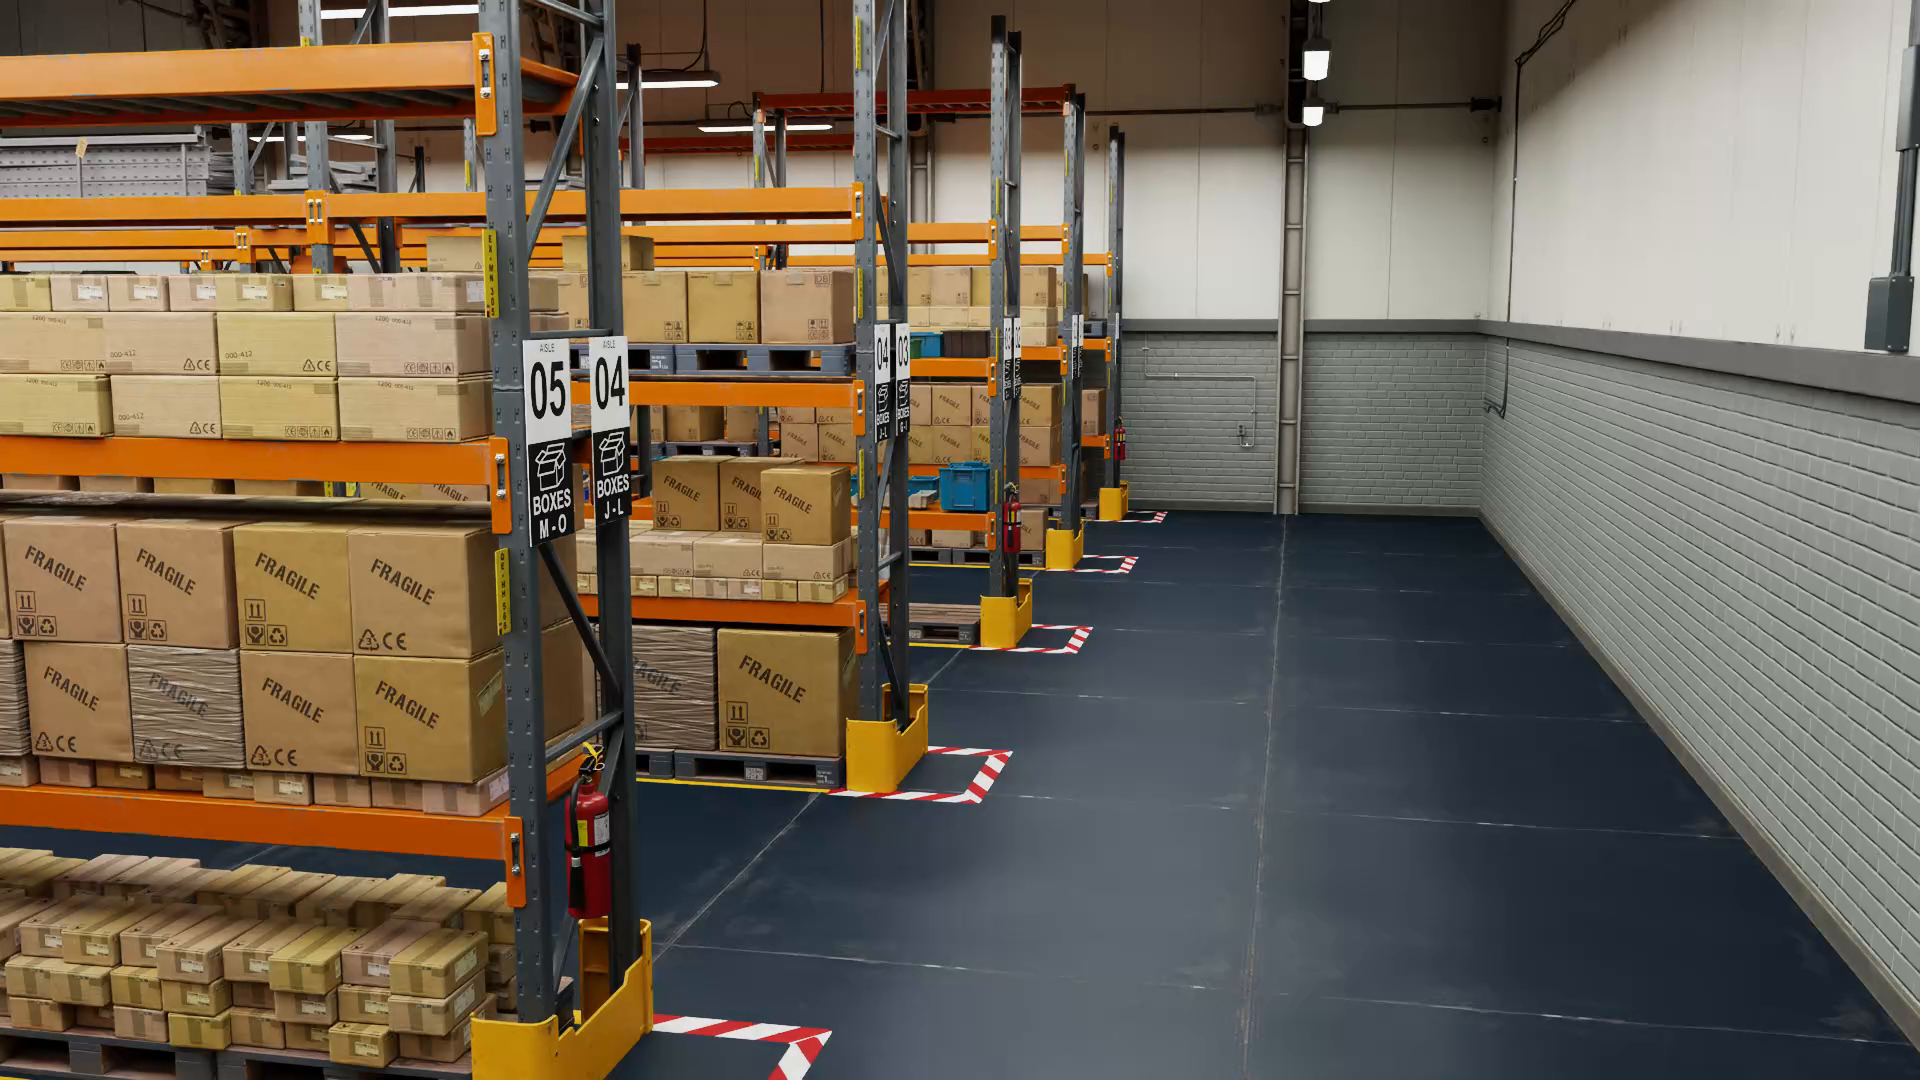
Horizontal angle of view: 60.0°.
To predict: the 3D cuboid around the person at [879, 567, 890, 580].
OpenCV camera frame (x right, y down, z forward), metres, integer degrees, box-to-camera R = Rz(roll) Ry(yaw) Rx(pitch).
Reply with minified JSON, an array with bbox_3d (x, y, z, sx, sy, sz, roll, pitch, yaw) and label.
[{"bbox_3d":[-1.191,0.499,17.851,0.899,0.816,0.512,1,8,10],"label":"person"}]
